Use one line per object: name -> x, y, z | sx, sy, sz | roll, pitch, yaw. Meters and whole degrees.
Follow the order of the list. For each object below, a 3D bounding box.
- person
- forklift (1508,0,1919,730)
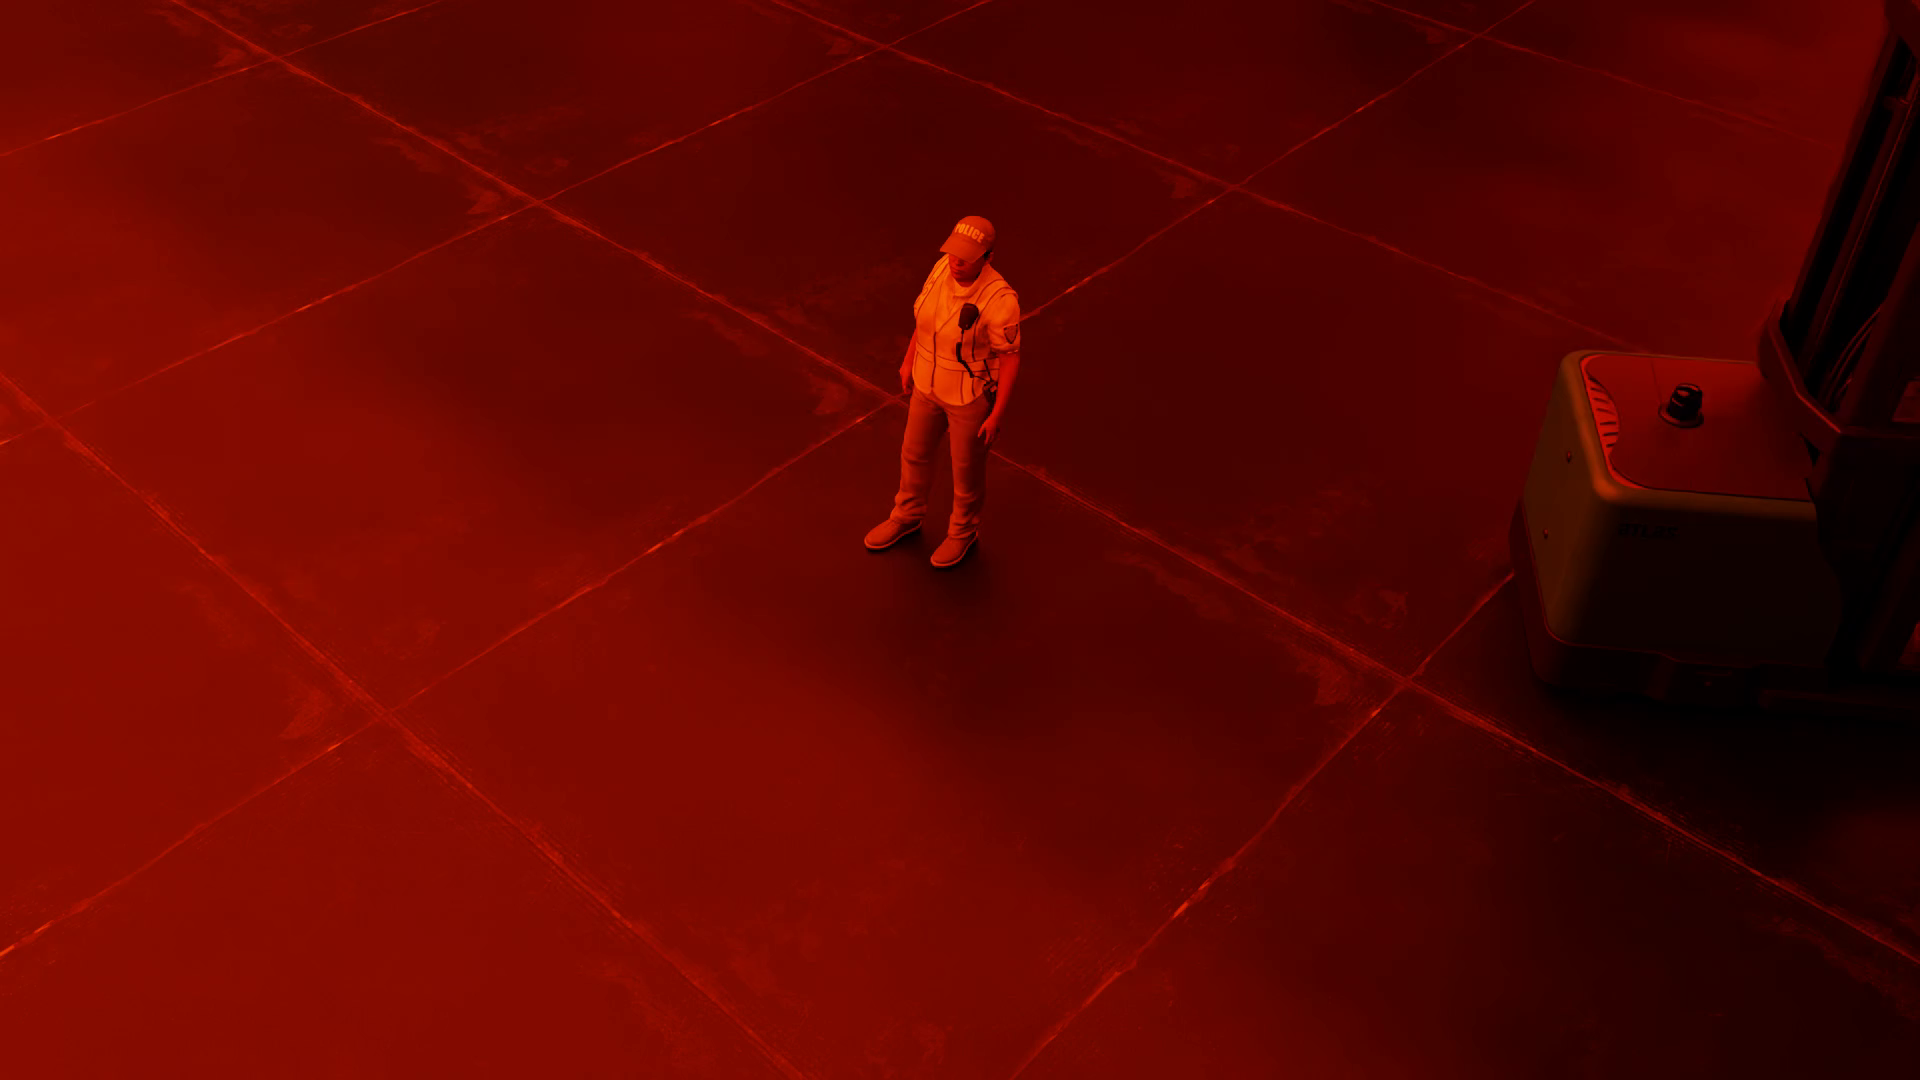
person -> -0.069, -0.611, 7.101 | 0.598, 1.670, 0.529 | 31, 49, 31
forklift -> 3.949, -0.670, 6.209 | 3.031, 2.935, 1.130 | 5, 41, 6
